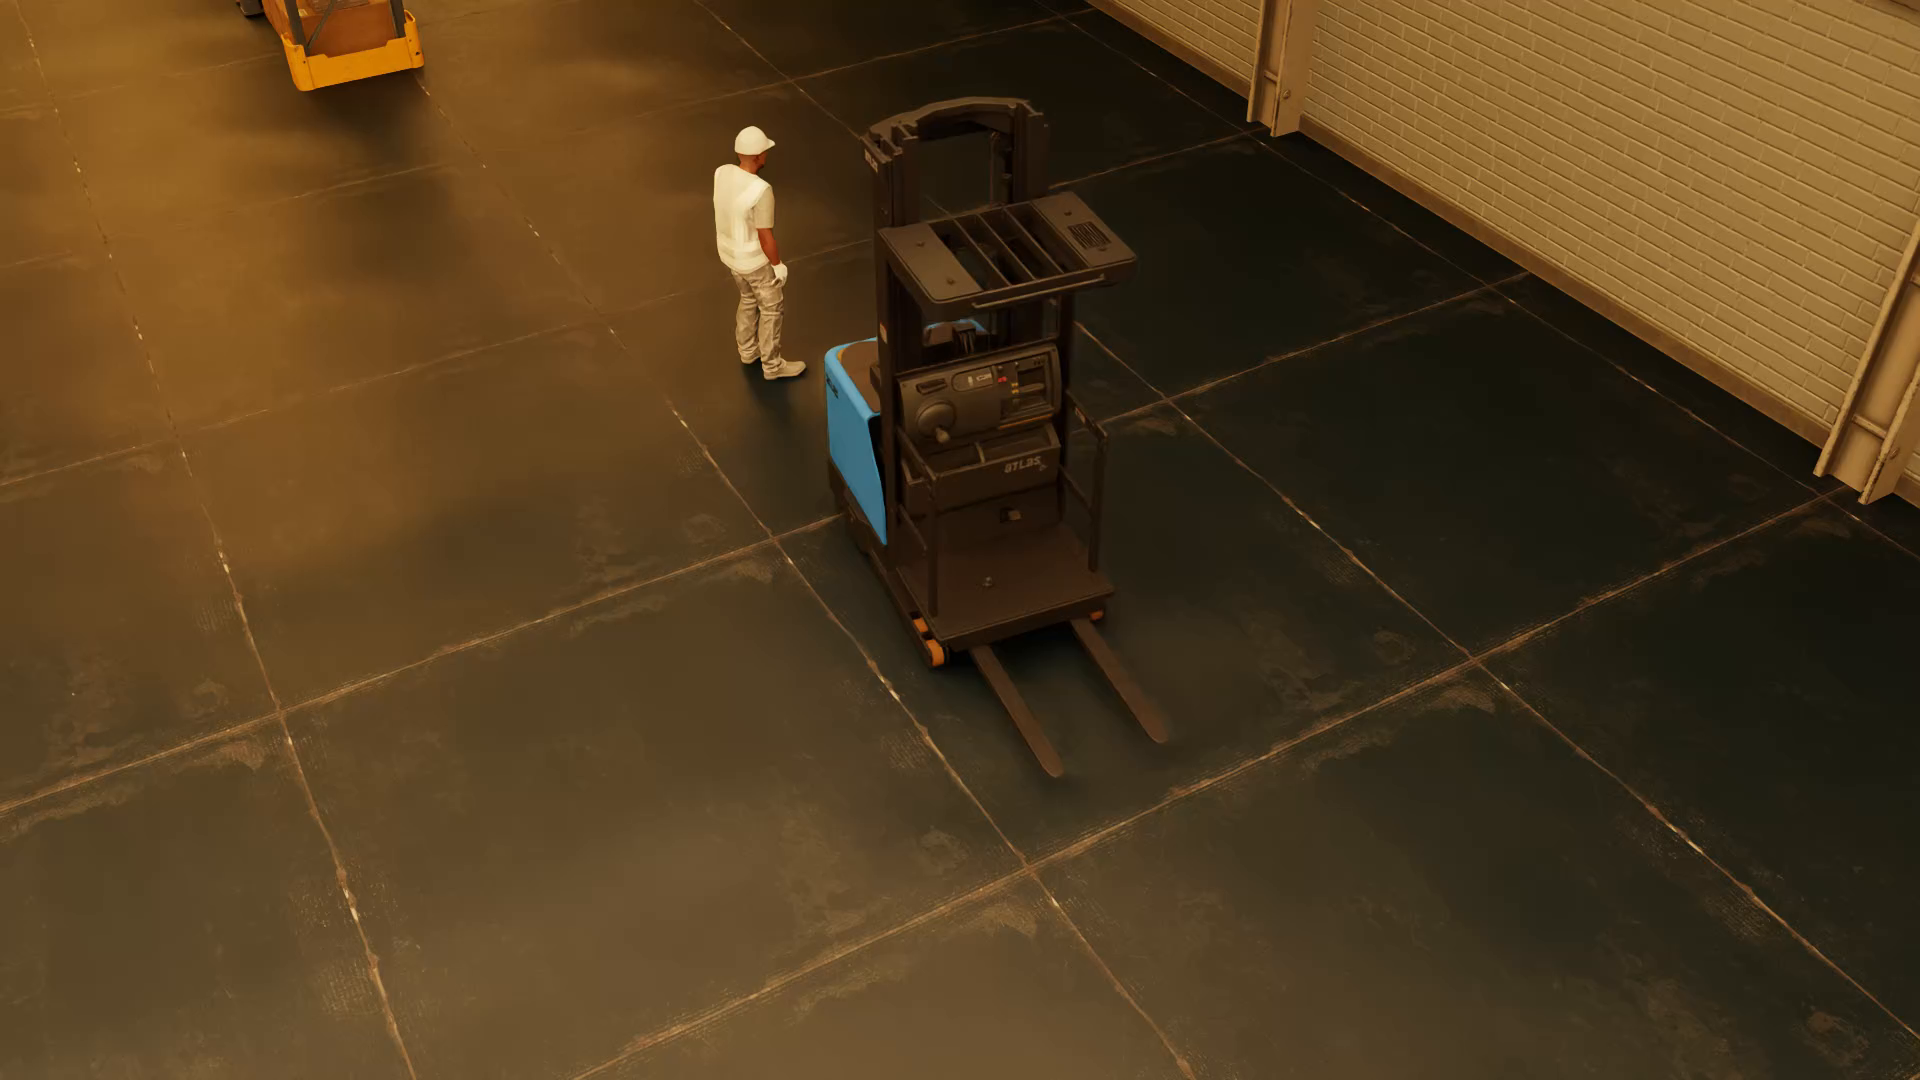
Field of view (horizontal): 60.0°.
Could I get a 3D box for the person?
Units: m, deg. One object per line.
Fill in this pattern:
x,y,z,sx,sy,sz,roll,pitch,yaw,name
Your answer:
-1.392,-1.942,11.288,0.451,1.772,0.617,-28,47,-29,person

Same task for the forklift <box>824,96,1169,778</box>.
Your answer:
0.202,-0.714,8.897,1.130,2.935,3.031,-15,42,-17,forklift
